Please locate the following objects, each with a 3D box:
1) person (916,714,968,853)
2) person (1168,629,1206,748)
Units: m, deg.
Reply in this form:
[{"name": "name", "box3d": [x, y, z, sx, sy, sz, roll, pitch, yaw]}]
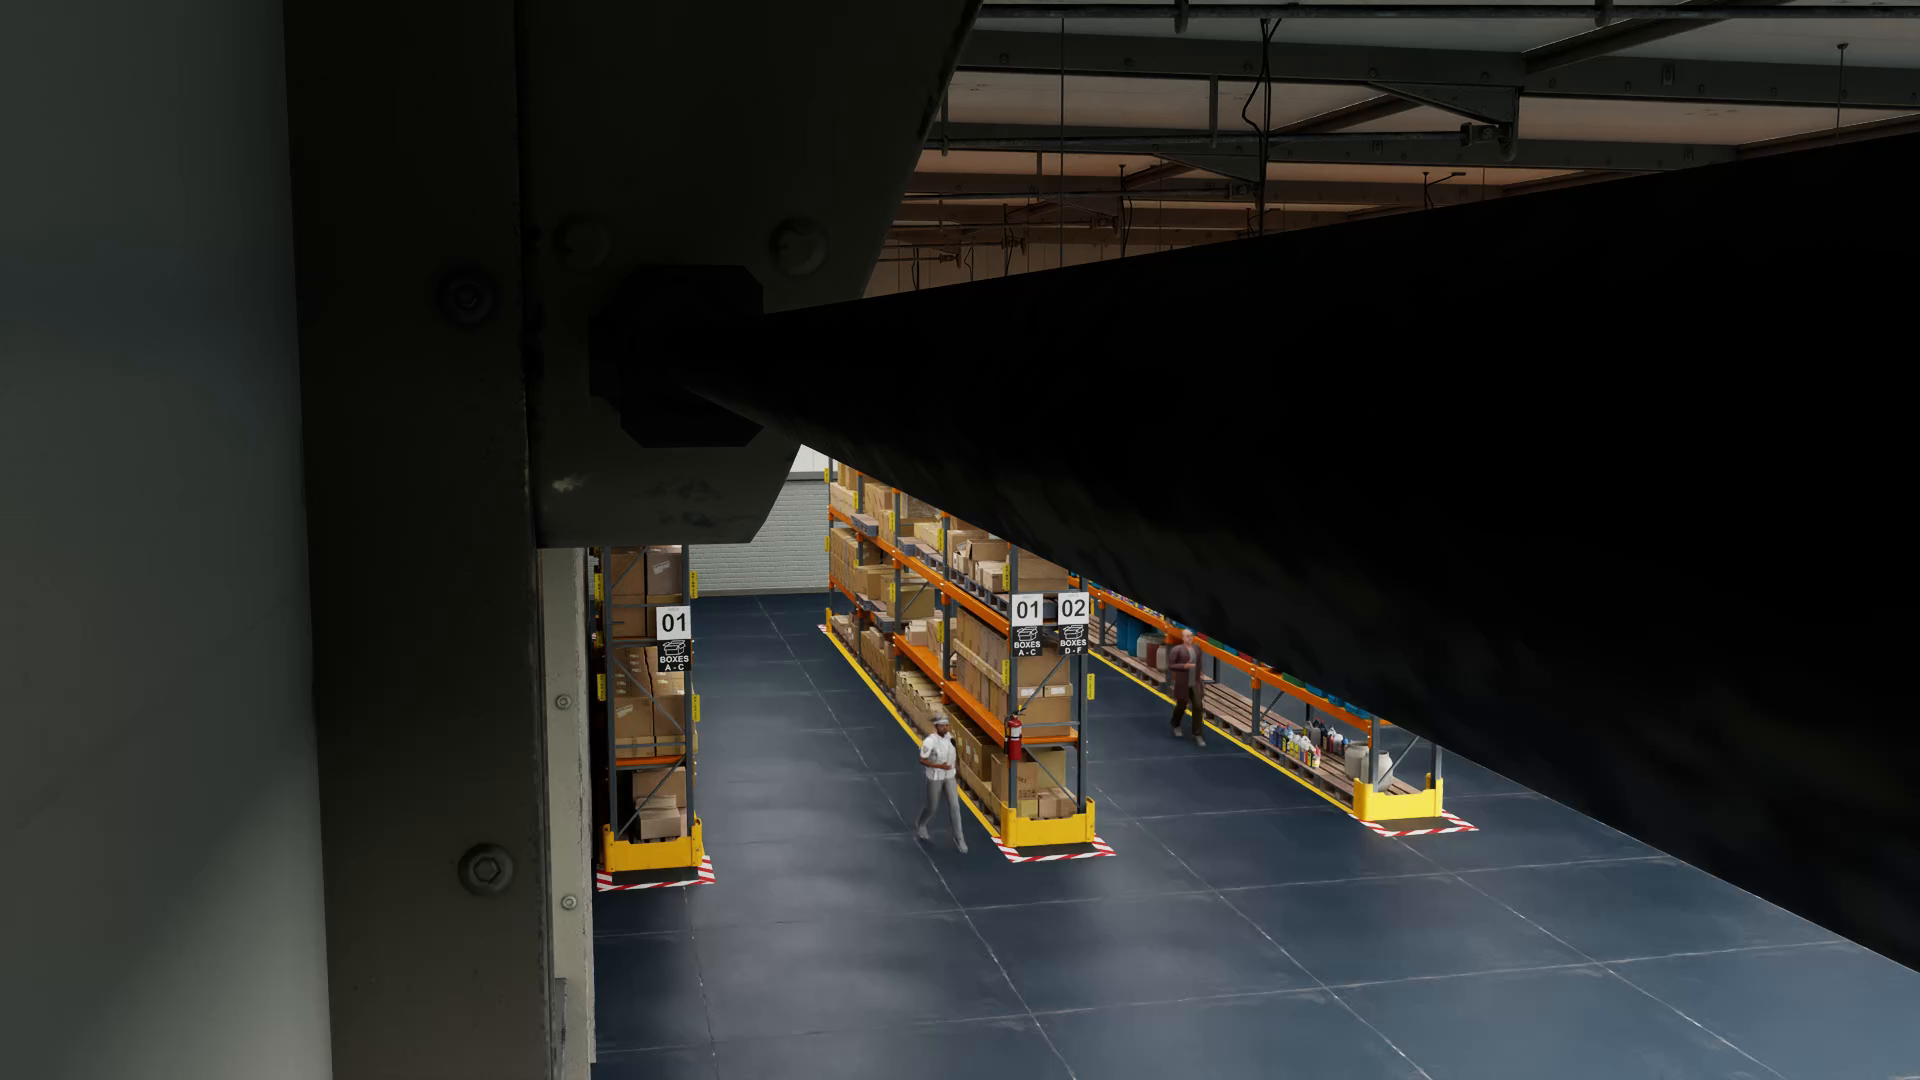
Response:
[{"name": "person", "box3d": [-0.243, 3.008, 20.878, 0.610, 1.721, 0.844, -4, 8, -31]}, {"name": "person", "box3d": [3.592, 2.352, 26.364, 0.693, 1.741, 0.916, -2, 7, -17]}]
